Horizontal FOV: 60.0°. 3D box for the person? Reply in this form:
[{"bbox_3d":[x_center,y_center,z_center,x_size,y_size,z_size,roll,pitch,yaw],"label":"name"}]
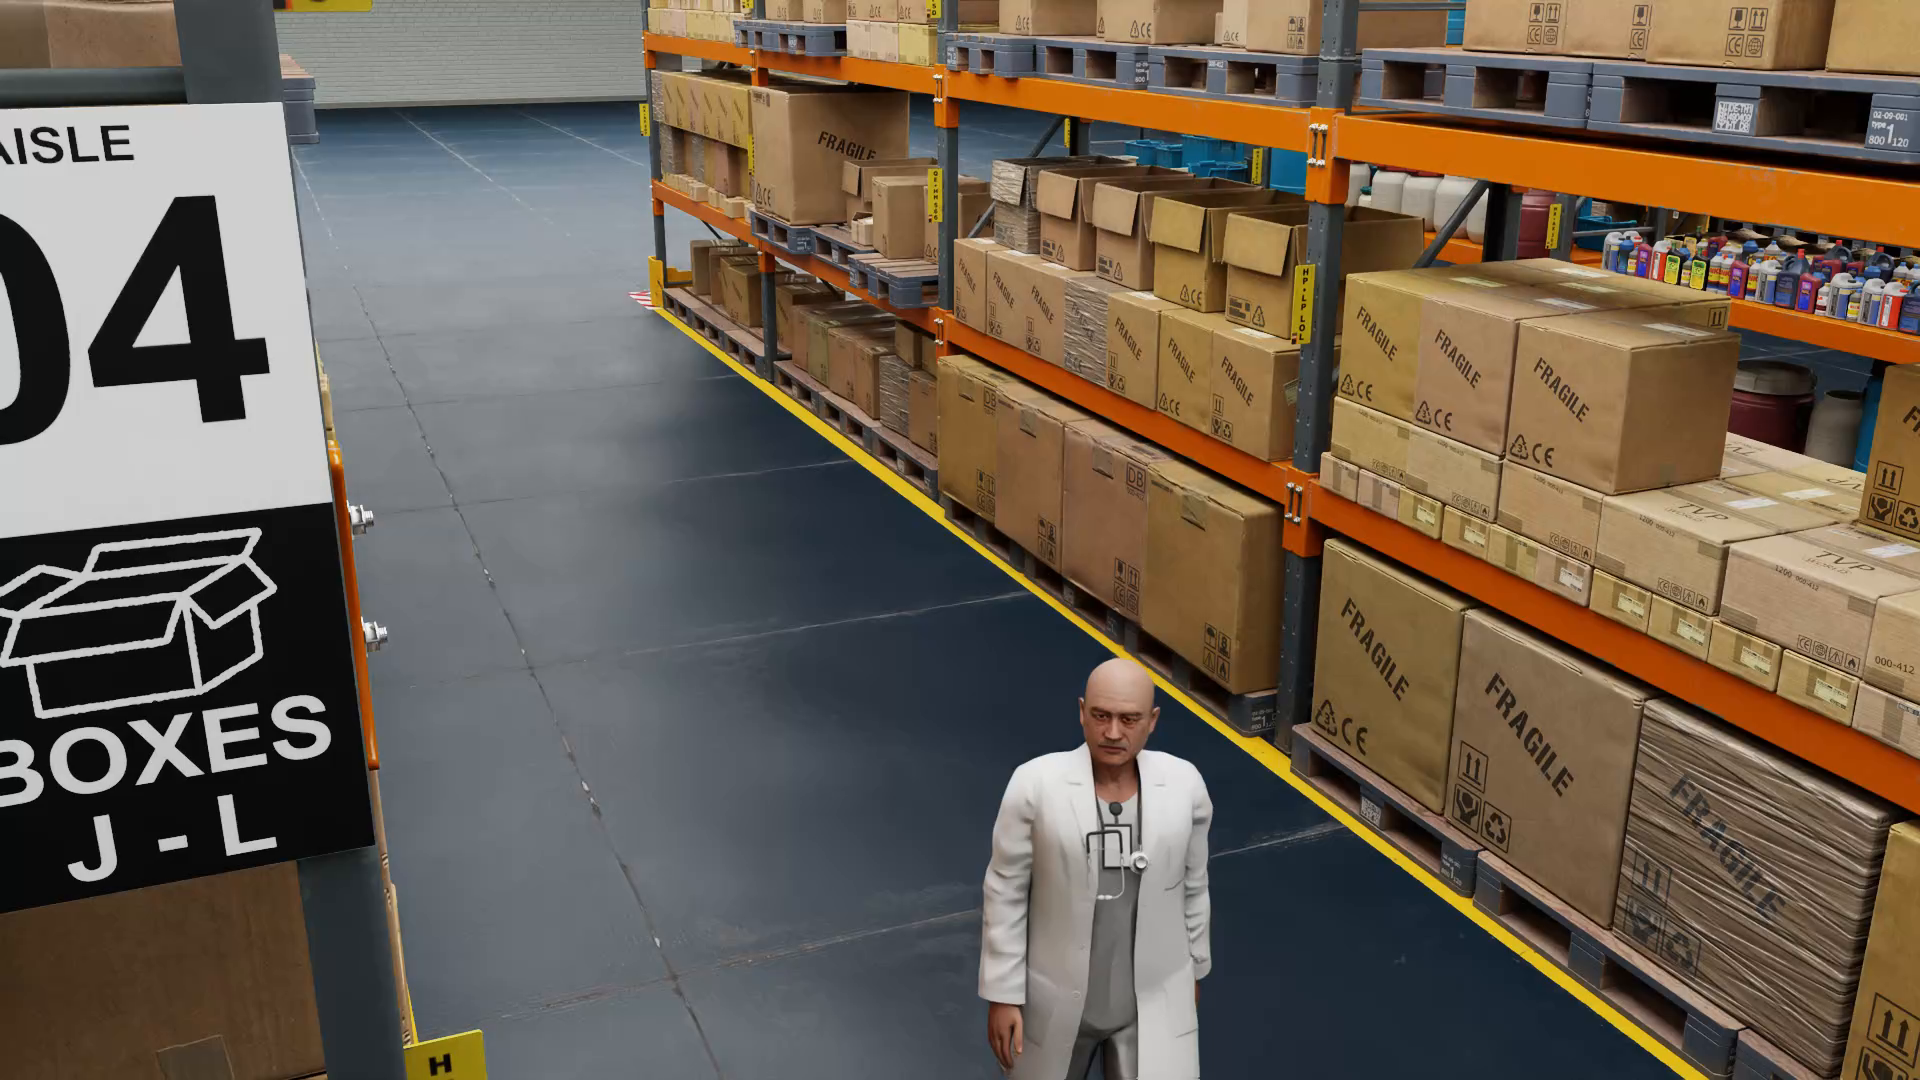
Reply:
[{"bbox_3d":[0.348,1.121,4.238,0.606,1.741,0.989,0,19,1],"label":"person"}]
